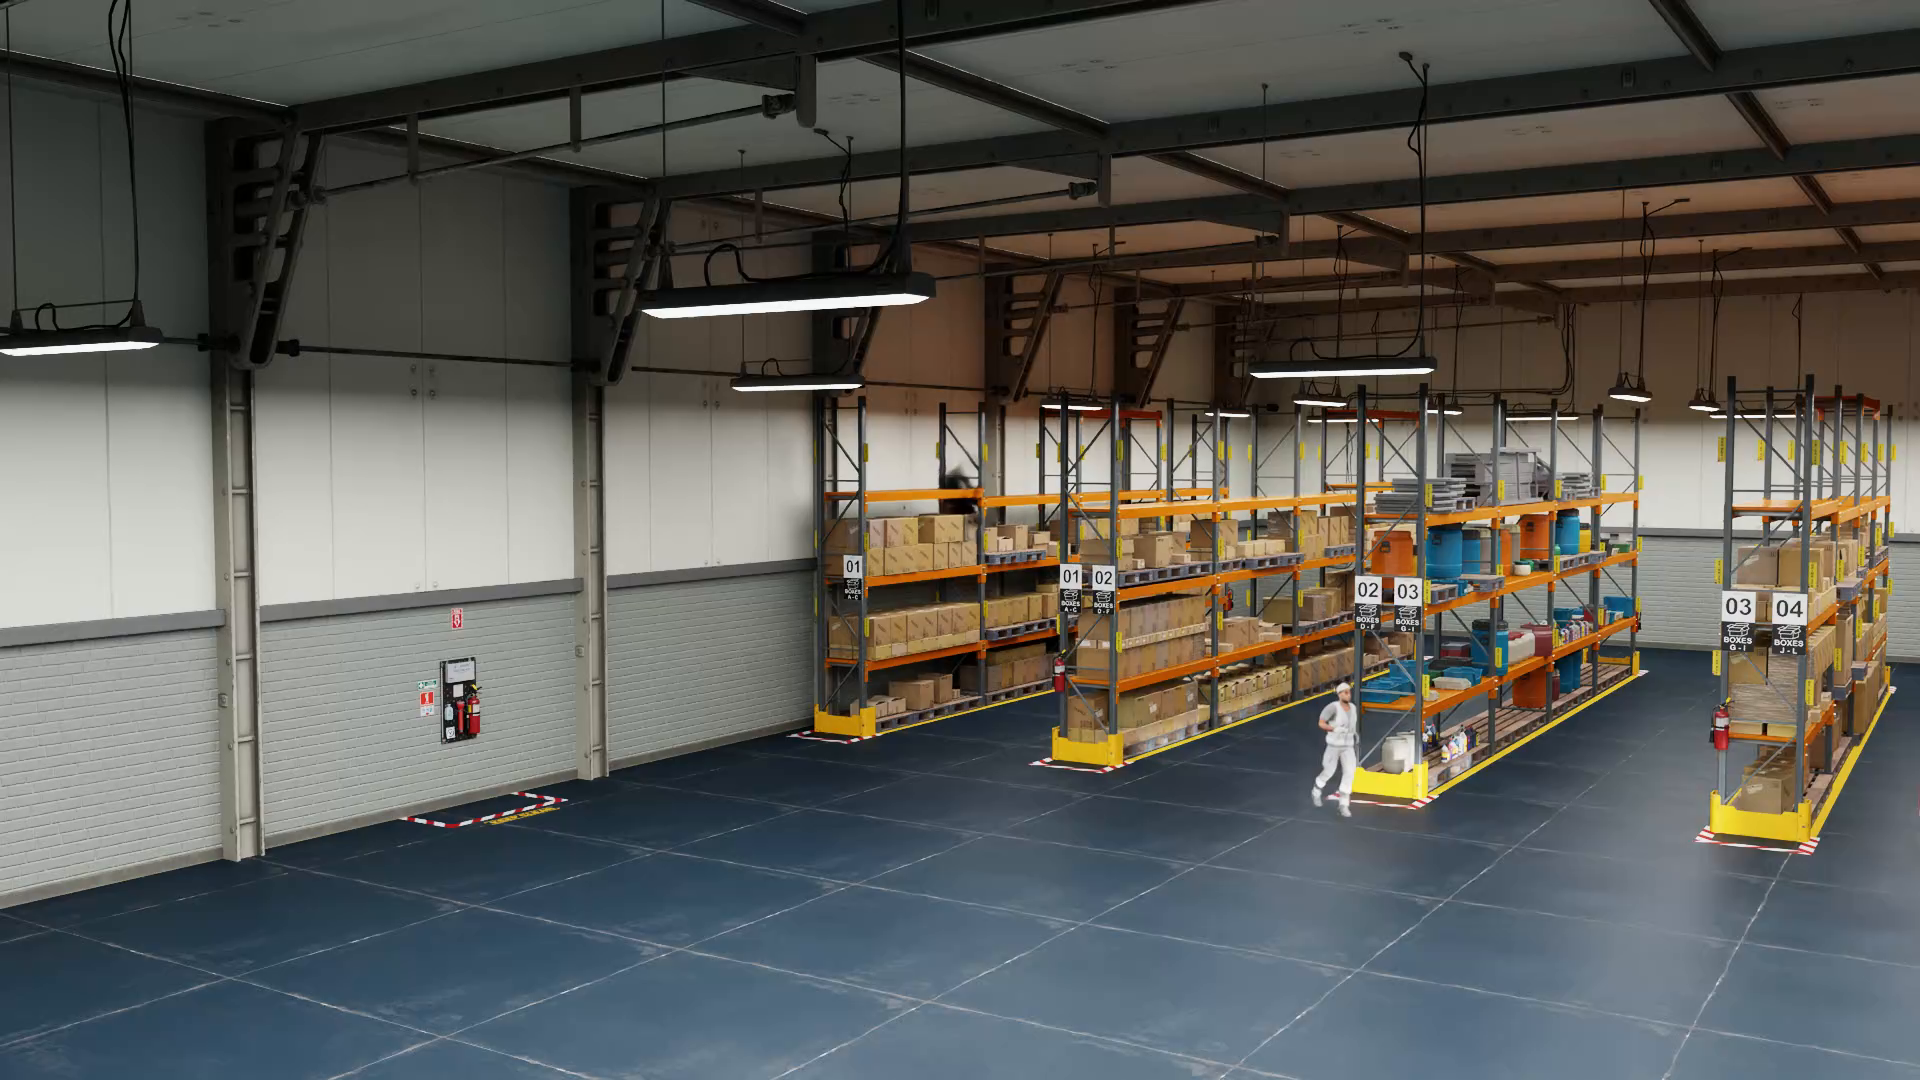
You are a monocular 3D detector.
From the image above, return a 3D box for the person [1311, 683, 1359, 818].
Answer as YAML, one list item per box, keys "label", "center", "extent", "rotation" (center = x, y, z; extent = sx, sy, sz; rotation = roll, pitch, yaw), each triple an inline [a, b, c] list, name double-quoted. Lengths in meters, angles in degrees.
- label: "person"
  center: [5.279, 2.876, 23.096]
  extent: [0.683, 1.793, 0.905]
  rotation: [-1, 3, -18]
